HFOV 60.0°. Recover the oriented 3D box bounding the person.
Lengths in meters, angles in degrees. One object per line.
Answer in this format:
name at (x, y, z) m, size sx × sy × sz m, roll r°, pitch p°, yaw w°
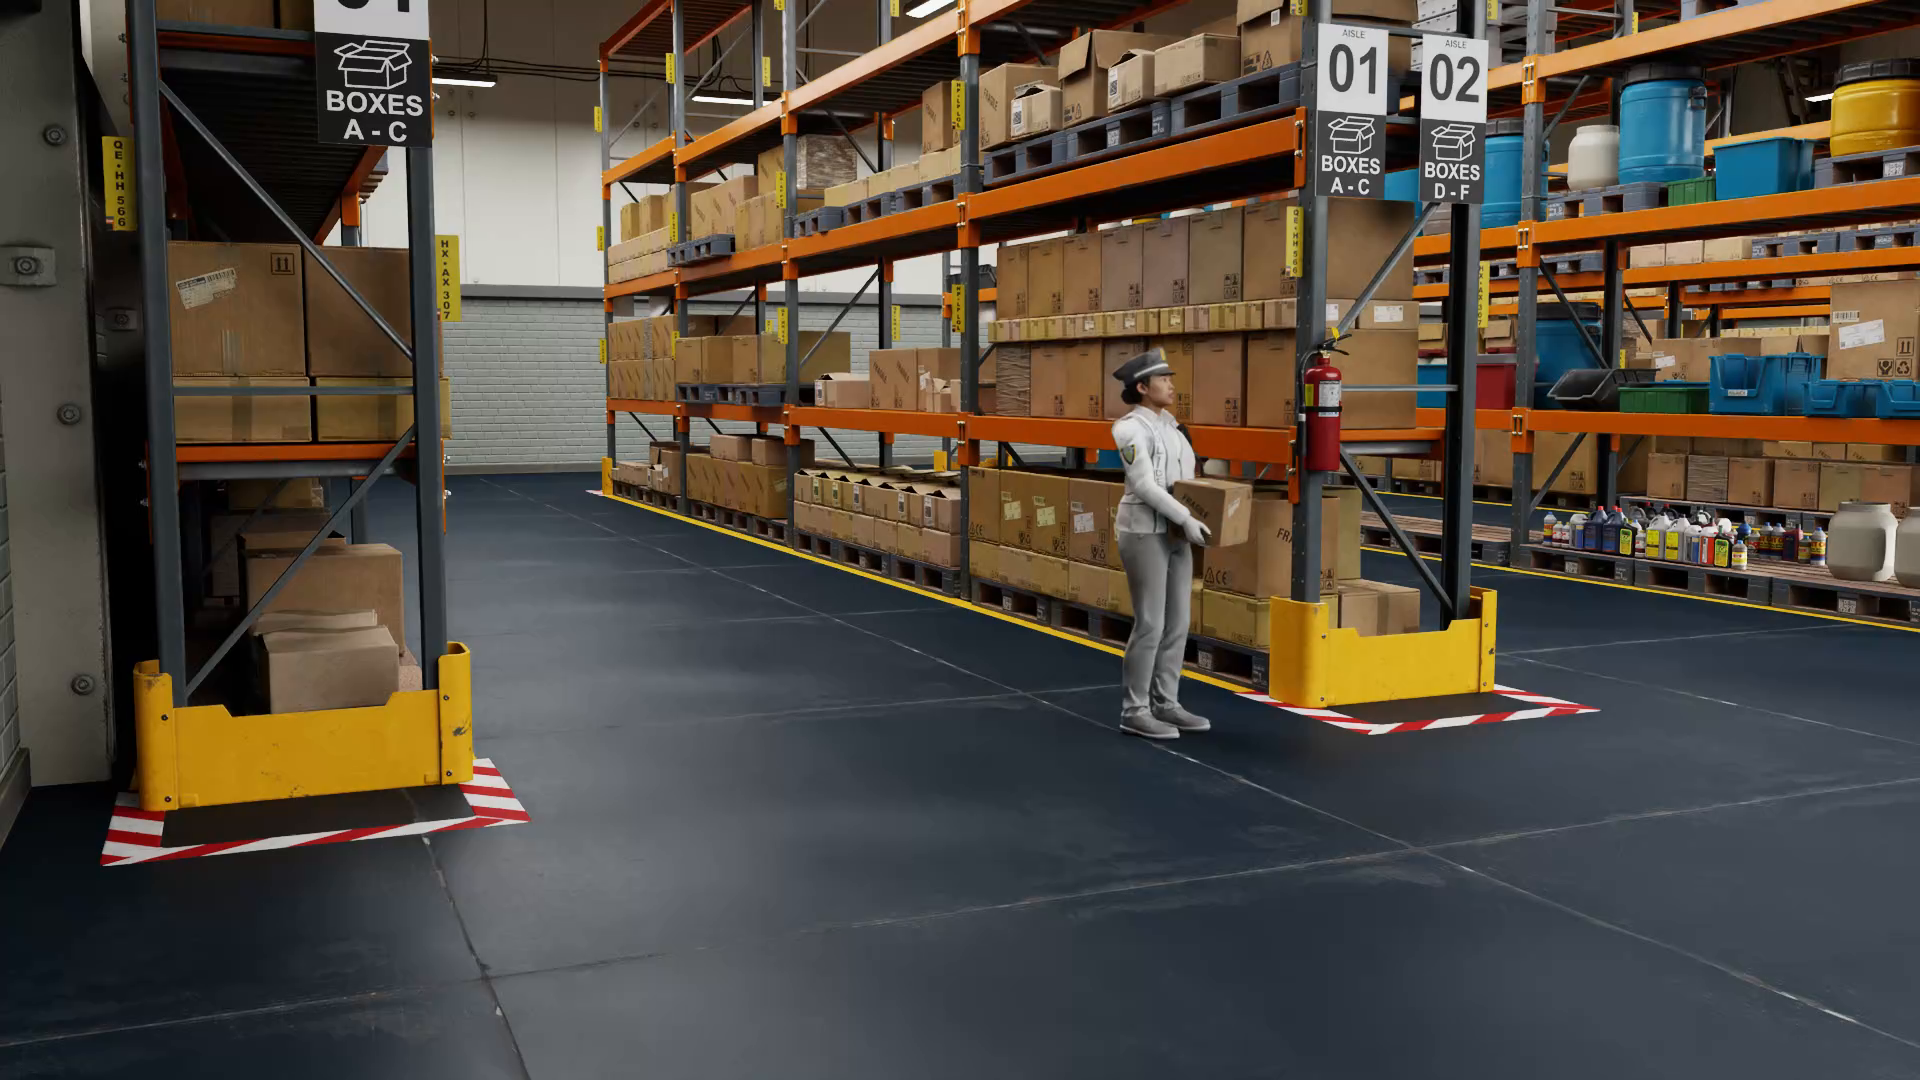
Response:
person at (0.920, 0.003, 7.288) m, size 0.554 × 1.695 × 0.467 m, roll 4°, pitch 7°, yaw 36°
